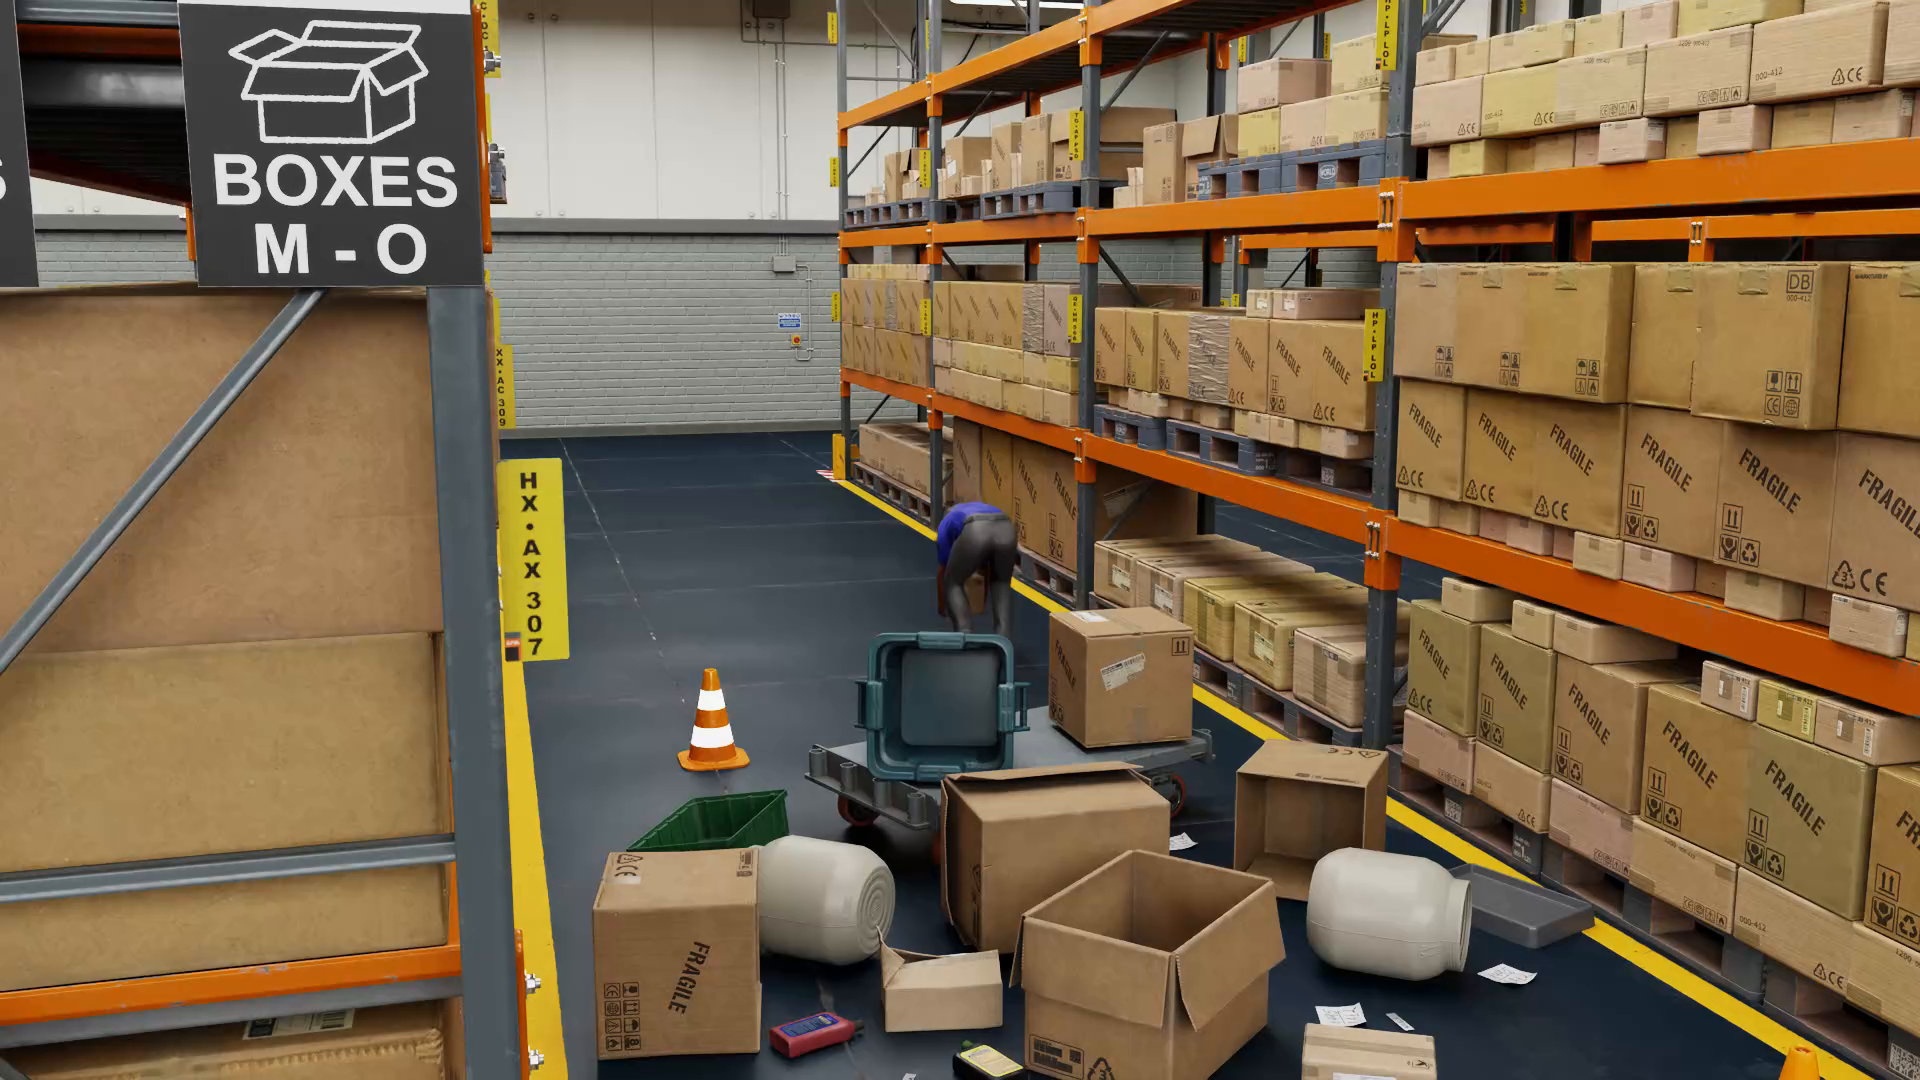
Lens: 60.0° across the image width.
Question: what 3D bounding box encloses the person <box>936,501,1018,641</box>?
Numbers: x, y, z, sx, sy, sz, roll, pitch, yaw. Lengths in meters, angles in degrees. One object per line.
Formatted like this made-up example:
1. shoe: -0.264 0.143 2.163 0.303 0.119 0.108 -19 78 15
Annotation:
1. person: 0.078 0.230 10.675 0.446 0.954 0.876 -3 10 -18
